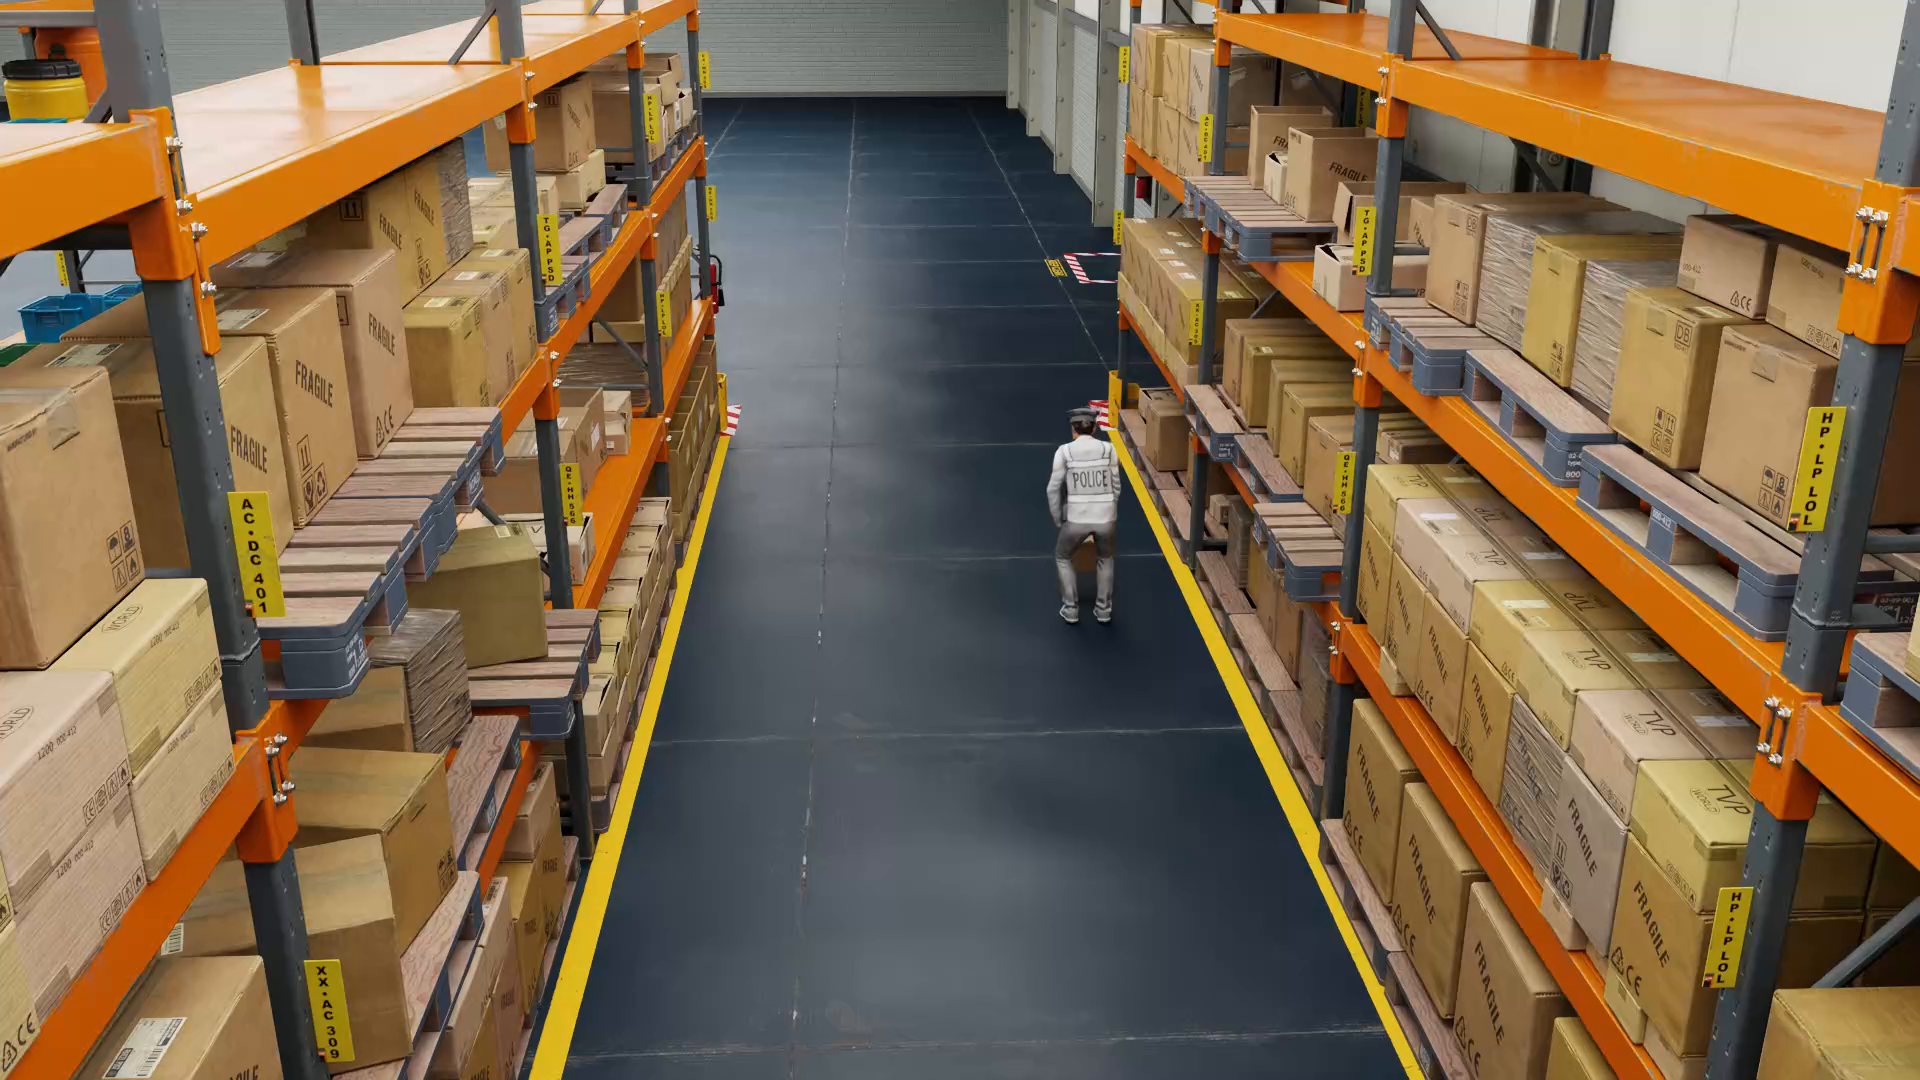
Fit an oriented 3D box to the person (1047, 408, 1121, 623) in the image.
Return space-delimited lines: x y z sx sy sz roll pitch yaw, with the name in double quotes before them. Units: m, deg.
"person" 0.872 -0.166 11.743 0.526 1.522 0.591 -1 21 -2
